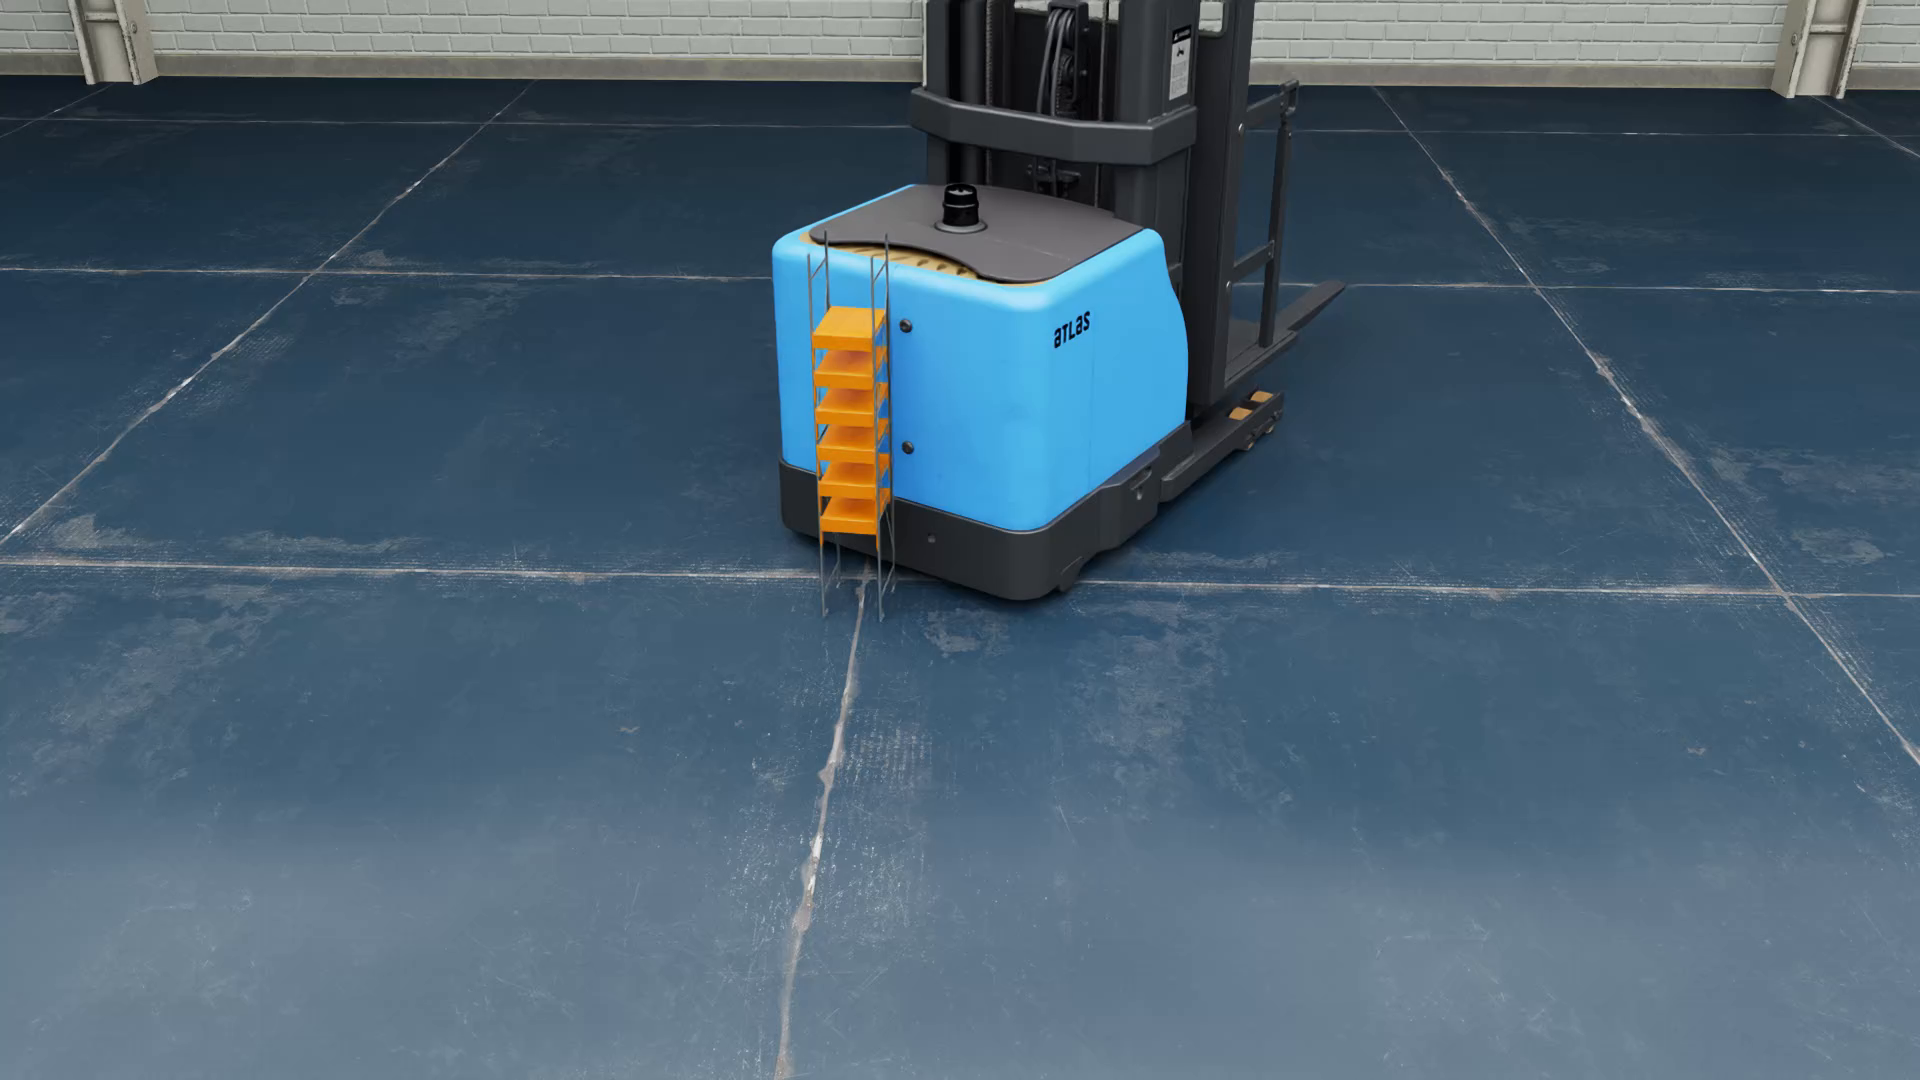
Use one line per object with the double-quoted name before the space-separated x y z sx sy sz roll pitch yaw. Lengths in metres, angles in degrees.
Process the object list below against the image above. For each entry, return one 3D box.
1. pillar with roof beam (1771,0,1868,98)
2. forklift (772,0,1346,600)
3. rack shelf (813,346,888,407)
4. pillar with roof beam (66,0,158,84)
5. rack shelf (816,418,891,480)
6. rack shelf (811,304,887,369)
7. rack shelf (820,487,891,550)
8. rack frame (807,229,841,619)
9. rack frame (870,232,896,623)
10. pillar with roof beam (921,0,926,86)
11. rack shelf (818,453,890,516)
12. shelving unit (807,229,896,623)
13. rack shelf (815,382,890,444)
"pillar with roof beam" 5.784 -5.098 5.759 0.400 9.000 9.100 1 28 2
"forklift" 0.617 -1.748 5.918 1.130 2.935 3.031 17 32 29
"rack shelf" -0.323 -0.501 4.997 0.180 0.103 0.258 4 28 8
"pillar with roof beam" -6.209 -5.296 6.133 0.400 9.000 9.100 1 28 2
"rack shelf" -0.323 -0.289 5.110 0.180 0.103 0.258 4 28 8
"rack shelf" -0.323 -0.607 4.941 0.180 0.103 0.258 4 28 8
"rack shelf" -0.323 -0.077 5.222 0.180 0.103 0.258 4 28 8
"rack frame" -0.414 -0.335 5.101 0.006 1.200 0.240 4 28 8
"rack frame" -0.233 -0.322 5.076 0.006 1.200 0.240 4 28 8
"pillar with roof beam" -0.212 -5.197 5.946 0.400 9.000 9.100 1 28 2
"rack shelf" -0.323 -0.183 5.166 0.180 0.103 0.258 4 28 8
"shelving unit" -0.323 -0.329 5.089 0.189 1.200 0.258 4 28 8
"rack shelf" -0.323 -0.395 5.053 0.180 0.103 0.258 4 28 8
